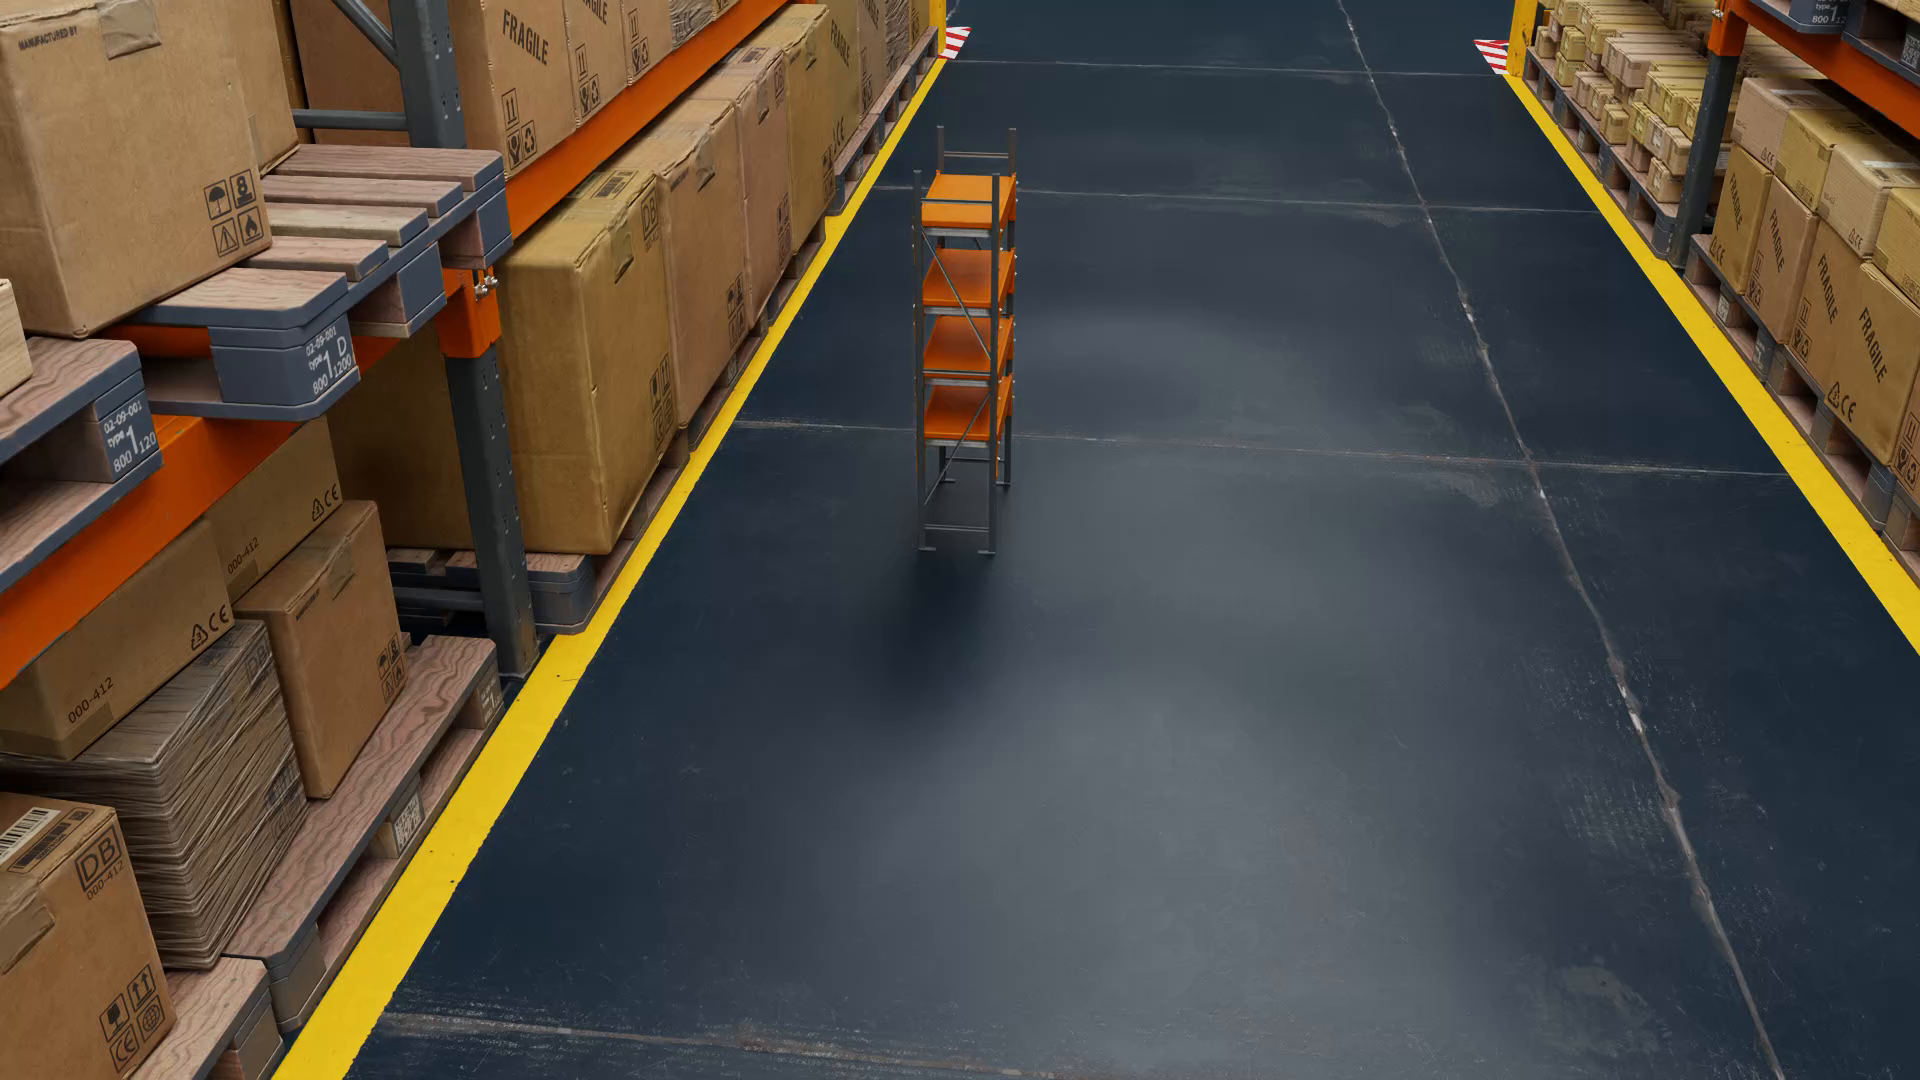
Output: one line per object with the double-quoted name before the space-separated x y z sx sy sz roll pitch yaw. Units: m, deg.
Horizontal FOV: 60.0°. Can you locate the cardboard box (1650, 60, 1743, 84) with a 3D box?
"cardboard box" 3.636 -2.271 8.238 0.380 0.149 0.250 4 29 8

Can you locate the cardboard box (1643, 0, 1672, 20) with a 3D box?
"cardboard box" 4.315 -3.235 10.027 0.380 0.149 0.250 4 29 7

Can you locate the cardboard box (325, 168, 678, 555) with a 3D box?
"cardboard box" -1.569 -0.565 4.933 1.225 0.875 0.875 2 28 4

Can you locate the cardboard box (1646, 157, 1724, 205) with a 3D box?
"cardboard box" 3.436 -1.673 7.756 0.380 0.149 0.250 4 29 7

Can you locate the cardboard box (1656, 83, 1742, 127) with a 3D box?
"cardboard box" 3.503 -2.036 7.802 0.380 0.149 0.250 4 29 7

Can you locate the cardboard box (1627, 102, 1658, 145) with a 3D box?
"cardboard box" 3.485 -2.022 8.089 0.380 0.149 0.250 2 28 4

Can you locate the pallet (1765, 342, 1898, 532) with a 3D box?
"pallet" 3.485 -0.369 5.712 1.003 0.211 1.213 3 28 6

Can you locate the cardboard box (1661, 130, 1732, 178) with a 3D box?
"cardboard box" 3.449 -1.766 7.615 0.380 0.149 0.250 4 29 7

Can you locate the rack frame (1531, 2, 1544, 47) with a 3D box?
"rack frame" 4.216 -4.422 10.295 1.000 3.000 0.127 3 28 6

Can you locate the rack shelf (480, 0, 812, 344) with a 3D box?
"rack shelf" -1.429 -1.616 5.846 1.077 0.370 4.000 3 28 6

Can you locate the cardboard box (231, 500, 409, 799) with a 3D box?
"cardboard box" -1.737 0.232 3.829 0.700 0.500 0.500 2 28 4

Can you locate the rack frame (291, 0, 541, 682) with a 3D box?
"rack frame" -1.674 -0.992 3.928 1.000 3.000 0.127 3 28 6

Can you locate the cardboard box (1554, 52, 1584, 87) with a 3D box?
"cardboard box" 3.720 -2.764 9.781 0.380 0.149 0.250 4 29 7

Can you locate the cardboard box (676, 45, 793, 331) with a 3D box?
"cardboard box" -1.351 -1.401 6.485 1.225 0.875 0.875 2 28 4

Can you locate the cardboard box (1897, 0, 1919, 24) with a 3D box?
"cardboard box" 3.002 -1.593 4.866 0.380 0.149 0.250 4 29 8

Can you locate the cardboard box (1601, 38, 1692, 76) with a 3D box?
"cardboard box" 3.598 -2.531 8.722 0.380 0.149 0.250 2 28 4

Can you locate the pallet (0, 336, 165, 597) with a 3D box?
"pallet" -1.876 0.027 2.240 1.003 0.211 1.213 3 28 6

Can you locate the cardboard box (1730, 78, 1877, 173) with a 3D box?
"cardboard box" 3.373 -1.621 6.498 0.500 0.250 0.500 2 28 4

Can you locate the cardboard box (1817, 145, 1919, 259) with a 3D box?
"cardboard box" 3.244 -1.130 5.587 0.500 0.250 0.500 4 29 8

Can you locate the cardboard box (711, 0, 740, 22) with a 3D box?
"cardboard box" -1.095 -2.204 6.073 0.500 0.500 0.500 3 28 6

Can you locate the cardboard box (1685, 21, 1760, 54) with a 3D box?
"cardboard box" 4.195 -2.740 9.109 0.380 0.149 0.250 2 28 4

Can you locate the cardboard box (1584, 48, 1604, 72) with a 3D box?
"cardboard box" 3.788 -2.760 9.460 0.380 0.149 0.250 2 28 4

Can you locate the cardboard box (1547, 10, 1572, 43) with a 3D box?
"cardboard box" 3.808 -3.125 10.138 0.380 0.149 0.250 3 28 6

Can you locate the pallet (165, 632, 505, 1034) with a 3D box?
"pallet" -1.772 0.604 3.907 1.003 0.211 1.213 3 28 6

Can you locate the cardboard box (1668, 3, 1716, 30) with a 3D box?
"cardboard box" 4.315 -2.987 9.568 0.380 0.149 0.250 2 28 4

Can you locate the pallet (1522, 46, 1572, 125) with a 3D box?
"pallet" 4.072 -2.778 10.184 1.003 0.211 1.213 3 28 6

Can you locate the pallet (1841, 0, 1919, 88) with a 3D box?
"pallet" 3.438 -1.506 5.084 1.003 0.211 1.213 3 28 6

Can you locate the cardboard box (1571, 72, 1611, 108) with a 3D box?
"cardboard box" 3.666 -2.526 9.340 0.380 0.149 0.250 2 28 4

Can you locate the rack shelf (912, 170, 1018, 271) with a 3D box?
"rack shelf" 0.020 -0.952 4.924 0.258 0.148 0.480 3 28 6

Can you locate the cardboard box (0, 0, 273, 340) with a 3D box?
"cardboard box" -1.670 -0.696 2.830 0.700 0.500 0.500 8 29 14

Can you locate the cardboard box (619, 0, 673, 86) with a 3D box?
"cardboard box" -1.225 -1.733 5.199 0.500 0.500 0.500 3 28 5

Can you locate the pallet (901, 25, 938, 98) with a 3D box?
"pallet" -0.714 -3.149 10.872 1.003 0.211 1.213 3 28 6

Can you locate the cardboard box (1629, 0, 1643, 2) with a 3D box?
"cardboard box" 3.900 -3.250 10.055 0.380 0.149 0.250 4 29 7

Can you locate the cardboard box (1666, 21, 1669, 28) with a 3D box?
"cardboard box" 4.373 -2.973 9.855 0.380 0.149 0.250 2 28 4

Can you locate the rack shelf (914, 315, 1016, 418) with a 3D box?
"rack shelf" 0.020 -0.547 5.142 0.258 0.148 0.480 3 28 6

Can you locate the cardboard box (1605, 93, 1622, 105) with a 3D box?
"cardboard box" 3.661 -2.279 8.881 0.380 0.149 0.250 4 29 7

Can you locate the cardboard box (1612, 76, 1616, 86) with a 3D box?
"cardboard box" 3.753 -2.503 8.983 0.380 0.149 0.250 5 29 9

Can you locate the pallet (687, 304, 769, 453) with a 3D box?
"pallet" -1.351 -0.704 6.333 1.003 0.211 1.213 3 28 6

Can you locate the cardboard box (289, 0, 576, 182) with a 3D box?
"cardboard box" -1.345 -1.249 4.300 0.500 0.500 0.500 4 29 8

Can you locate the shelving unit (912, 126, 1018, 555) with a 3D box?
"shelving unit" 0.020 -0.606 5.110 0.258 1.200 0.503 3 28 6

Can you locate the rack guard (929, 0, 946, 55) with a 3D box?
"rack guard" -0.691 -3.668 11.532 1.175 0.500 0.348 3 28 6

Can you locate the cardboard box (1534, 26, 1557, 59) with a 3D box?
"cardboard box" 3.834 -3.123 10.448 0.380 0.149 0.250 4 29 7

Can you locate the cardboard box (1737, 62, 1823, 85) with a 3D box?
"cardboard box" 4.058 -2.253 8.205 0.380 0.149 0.250 3 28 5

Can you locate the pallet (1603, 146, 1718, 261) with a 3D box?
"pallet" 3.773 -1.629 8.052 1.003 0.211 1.213 3 28 6

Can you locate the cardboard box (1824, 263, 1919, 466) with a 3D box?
"cardboard box" 3.173 -0.559 5.318 0.500 0.500 0.500 2 28 4

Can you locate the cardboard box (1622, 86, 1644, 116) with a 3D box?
"cardboard box" 3.625 -2.255 8.523 0.380 0.149 0.250 4 29 7

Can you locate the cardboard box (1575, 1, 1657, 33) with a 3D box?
"cardboard box" 3.794 -3.017 9.623 0.380 0.149 0.250 2 28 4

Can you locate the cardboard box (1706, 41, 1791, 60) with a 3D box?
"cardboard box" 4.121 -2.501 8.665 0.380 0.149 0.250 2 28 4

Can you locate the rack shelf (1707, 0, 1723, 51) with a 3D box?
"rack shelf" 3.971 -3.164 8.718 1.077 0.370 4.000 3 28 6

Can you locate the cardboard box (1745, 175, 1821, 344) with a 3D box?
"cardboard box" 3.309 -1.042 6.214 0.500 0.500 0.500 5 29 8

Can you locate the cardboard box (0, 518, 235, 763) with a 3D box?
"cardboard box" -1.782 0.152 3.186 0.500 0.250 0.500 7 29 12

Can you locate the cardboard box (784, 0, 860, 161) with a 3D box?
"cardboard box" -1.024 -2.430 8.396 0.875 0.875 0.875 3 28 6

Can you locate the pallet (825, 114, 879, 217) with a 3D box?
"pallet" -1.013 -2.000 8.741 1.003 0.211 1.213 3 28 6

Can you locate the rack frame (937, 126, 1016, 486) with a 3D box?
"rack frame" 0.050 -0.721 5.323 0.240 1.200 0.015 3 28 6

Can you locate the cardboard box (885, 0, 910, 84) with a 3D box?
"cardboard box" -0.805 -3.273 9.960 0.875 0.875 0.875 3 28 6

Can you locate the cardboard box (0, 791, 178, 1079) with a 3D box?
"cardboard box" -1.855 0.761 2.847 0.700 0.500 0.500 6 29 10

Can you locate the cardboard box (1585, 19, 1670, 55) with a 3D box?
"cardboard box" 3.673 -2.766 9.157 0.380 0.149 0.250 4 29 7

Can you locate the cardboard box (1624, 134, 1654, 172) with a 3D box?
"cardboard box" 3.519 -1.919 8.212 0.380 0.149 0.250 2 28 5
